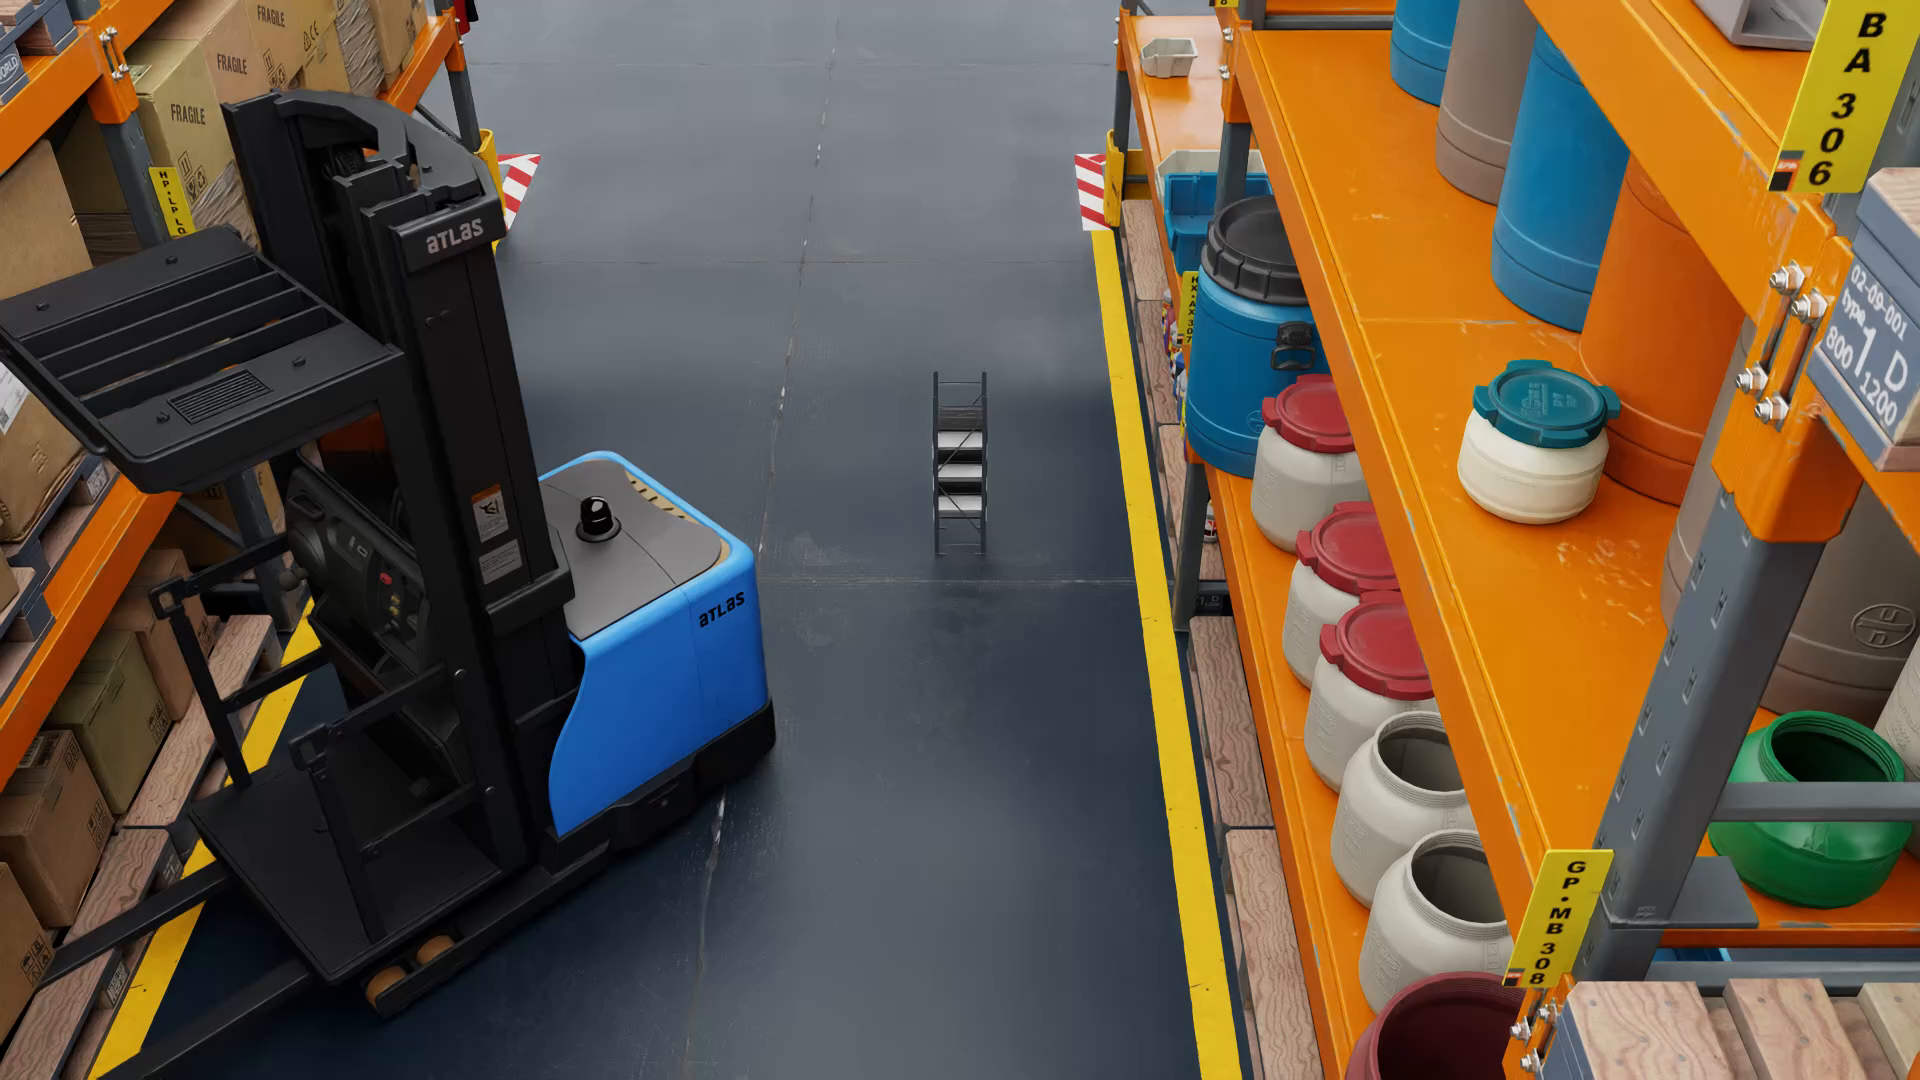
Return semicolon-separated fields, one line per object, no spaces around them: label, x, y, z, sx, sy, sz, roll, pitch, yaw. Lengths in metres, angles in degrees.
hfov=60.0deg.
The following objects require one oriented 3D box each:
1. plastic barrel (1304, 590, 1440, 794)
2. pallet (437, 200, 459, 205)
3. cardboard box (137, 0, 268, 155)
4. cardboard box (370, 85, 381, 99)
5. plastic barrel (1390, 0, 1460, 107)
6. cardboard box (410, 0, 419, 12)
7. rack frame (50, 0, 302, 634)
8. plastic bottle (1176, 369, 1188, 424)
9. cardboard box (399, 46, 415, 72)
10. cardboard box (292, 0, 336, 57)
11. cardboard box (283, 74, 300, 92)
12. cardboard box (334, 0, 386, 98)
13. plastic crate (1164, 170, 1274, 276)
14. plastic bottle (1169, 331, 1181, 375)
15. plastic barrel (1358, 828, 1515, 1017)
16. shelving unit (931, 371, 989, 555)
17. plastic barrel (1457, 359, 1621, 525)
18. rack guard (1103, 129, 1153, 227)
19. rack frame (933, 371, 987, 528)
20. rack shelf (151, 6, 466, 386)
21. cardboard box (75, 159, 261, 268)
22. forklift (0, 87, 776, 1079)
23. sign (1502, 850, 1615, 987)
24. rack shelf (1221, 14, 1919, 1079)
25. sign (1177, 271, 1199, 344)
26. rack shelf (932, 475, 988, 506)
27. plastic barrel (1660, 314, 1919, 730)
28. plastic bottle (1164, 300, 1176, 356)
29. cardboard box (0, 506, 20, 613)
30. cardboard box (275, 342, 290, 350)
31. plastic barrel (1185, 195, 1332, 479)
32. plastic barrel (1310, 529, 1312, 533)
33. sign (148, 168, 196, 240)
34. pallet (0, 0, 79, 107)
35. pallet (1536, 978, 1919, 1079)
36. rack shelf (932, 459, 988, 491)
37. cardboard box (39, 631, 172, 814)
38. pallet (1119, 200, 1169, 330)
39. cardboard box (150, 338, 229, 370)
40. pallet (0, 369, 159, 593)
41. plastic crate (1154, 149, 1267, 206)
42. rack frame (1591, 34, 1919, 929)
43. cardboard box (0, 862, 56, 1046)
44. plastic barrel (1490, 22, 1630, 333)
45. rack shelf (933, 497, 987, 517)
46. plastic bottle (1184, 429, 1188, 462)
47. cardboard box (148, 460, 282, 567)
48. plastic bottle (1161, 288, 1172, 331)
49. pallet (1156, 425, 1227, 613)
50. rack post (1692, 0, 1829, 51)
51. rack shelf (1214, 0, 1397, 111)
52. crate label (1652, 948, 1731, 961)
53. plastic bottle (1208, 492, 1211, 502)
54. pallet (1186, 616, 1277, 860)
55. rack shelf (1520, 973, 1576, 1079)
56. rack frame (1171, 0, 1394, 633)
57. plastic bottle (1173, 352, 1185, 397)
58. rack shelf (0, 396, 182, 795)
plastic barrel;1.244;0.483;4.885;0.433;0.535;0.433;0;39;0
pallet;-3.531;-1.646;9.880;1.003;0.211;1.213;0;39;0
cardboard box;-3.241;-1.927;6.885;0.500;0.500;0.500;0;39;0
cardboard box;-3.295;-2.388;8.777;0.380;0.149;0.250;0;39;0
plastic barrel;1.678;-1.840;5.093;0.600;0.901;0.708;0;39;0
cardboard box;-3.524;-3.100;9.148;0.875;0.500;0.500;0;39;0
rack frame;-3.493;-0.788;6.580;1.000;3.000;0.127;0;39;0
plastic bottle;1.175;-0.726;8.330;0.152;0.276;0.135;1;39;1
cardboard box;-3.239;-2.701;9.168;0.380;0.149;0.250;0;39;0
cardboard box;-3.253;-2.553;7.665;0.500;0.500;0.500;0;39;0
cardboard box;-3.498;-1.850;7.587;0.875;0.500;0.500;0;39;0
cardboard box;-3.446;-2.475;8.368;0.875;0.500;0.500;0;39;0
plastic crate;1.188;-1.425;7.494;0.499;0.251;0.616;0;39;0
plastic bottle;1.147;-0.989;8.661;0.097;0.271;0.097;0;39;0
plastic barrel;1.250;1.023;4.231;0.421;0.512;0.421;0;39;0
shelving unit;0.000;-0.346;7.708;0.258;0.900;0.210;0;39;0
plastic barrel;1.230;-0.202;3.561;0.301;0.262;0.301;0;39;0
rack guard;1.503;-2.270;10.428;1.175;0.500;0.348;0;39;0
rack frame;0.000;-0.410;7.787;0.240;0.900;0.006;0;39;0
rack shelf;-3.495;-1.758;8.366;1.077;0.370;4.000;0;39;0
cardboard box;-3.431;-1.225;6.807;0.875;0.500;0.500;0;39;0
forklift;-2.160;0.168;5.442;3.031;2.935;1.130;-32;48;-33
sign;0.915;0.585;2.552;0.100;0.325;0.005;0;39;0
rack shelf;1.463;-0.431;4.311;1.077;0.370;4.000;0;39;0
sign;0.910;-0.906;6.506;0.100;0.325;0.005;0;39;0
rack shelf;0.000;-0.250;7.785;0.258;0.077;0.200;0;39;0
plastic barrel;1.681;-0.170;3.009;0.600;0.901;0.600;0;39;0
plastic bottle;1.128;-1.129;8.826;0.061;0.283;0.133;1;39;1
cardboard box;-3.398;0.092;5.064;0.797;0.503;0.637;4;39;5
cardboard box;-3.540;-0.973;8.474;0.500;0.500;0.500;-3;39;-4
plastic barrel;1.158;-0.745;6.126;0.600;0.901;0.708;0;39;0
plastic barrel;1.309;0.090;5.595;0.301;0.262;0.301;0;39;0
sign;-2.937;-1.242;6.221;0.100;0.325;0.005;0;39;0
pallet;-3.598;-1.499;5.219;1.213;0.211;1.003;0;39;0
pallet;1.368;1.091;1.987;1.003;0.211;1.213;0;39;0
rack shelf;0.000;-0.320;7.729;0.258;0.077;0.200;0;39;0
cardboard box;-3.532;0.698;6.373;0.700;0.500;0.500;0;39;0
pallet;1.499;-1.649;9.885;1.003;0.211;1.213;0;39;0
cardboard box;-3.192;-0.825;6.827;0.380;0.149;0.250;0;39;0
pallet;-3.637;-0.235;6.044;1.003;0.211;1.213;0;39;0
plastic crate;1.205;-1.704;7.934;0.530;0.136;0.437;0;39;0
rack frame;1.465;-0.631;1.587;1.000;3.000;0.127;0;39;0
cardboard box;-3.530;1.397;5.501;0.700;0.500;0.500;3;39;4
plastic barrel;1.680;-1.022;4.072;0.600;0.901;0.708;0;39;0
rack shelf;0.000;-0.180;7.841;0.258;0.077;0.200;0;39;0
plastic bottle;1.129;-0.528;8.076;0.061;0.283;0.133;2;39;3
cardboard box;-3.453;-0.227;7.543;0.500;0.500;0.500;-1;39;-1
plastic bottle;1.146;-1.266;9.006;0.097;0.271;0.097;0;39;0
pallet;1.501;-0.123;7.981;1.003;0.211;1.213;0;39;0
rack post;1.549;-1.979;3.109;1.013;1.000;3.121;0;39;0
rack shelf;1.458;-2.932;7.432;1.077;0.370;4.000;0;39;0
crate label;1.734;1.075;4.228;0.502;0.435;0.616;0;39;0
plastic bottle;1.130;-0.204;7.672;0.061;0.283;0.133;2;39;2
pallet;1.500;0.788;6.844;1.003;0.211;1.213;0;39;0
rack shelf;1.467;2.071;1.189;1.077;0.370;4.000;0;39;0
rack frame;1.460;-0.792;6.585;1.000;3.000;0.127;0;39;0
plastic bottle;1.147;-0.862;8.503;0.097;0.271;0.097;0;39;0
rack shelf;-3.490;0.743;5.244;1.077;0.370;4.000;0;39;0
